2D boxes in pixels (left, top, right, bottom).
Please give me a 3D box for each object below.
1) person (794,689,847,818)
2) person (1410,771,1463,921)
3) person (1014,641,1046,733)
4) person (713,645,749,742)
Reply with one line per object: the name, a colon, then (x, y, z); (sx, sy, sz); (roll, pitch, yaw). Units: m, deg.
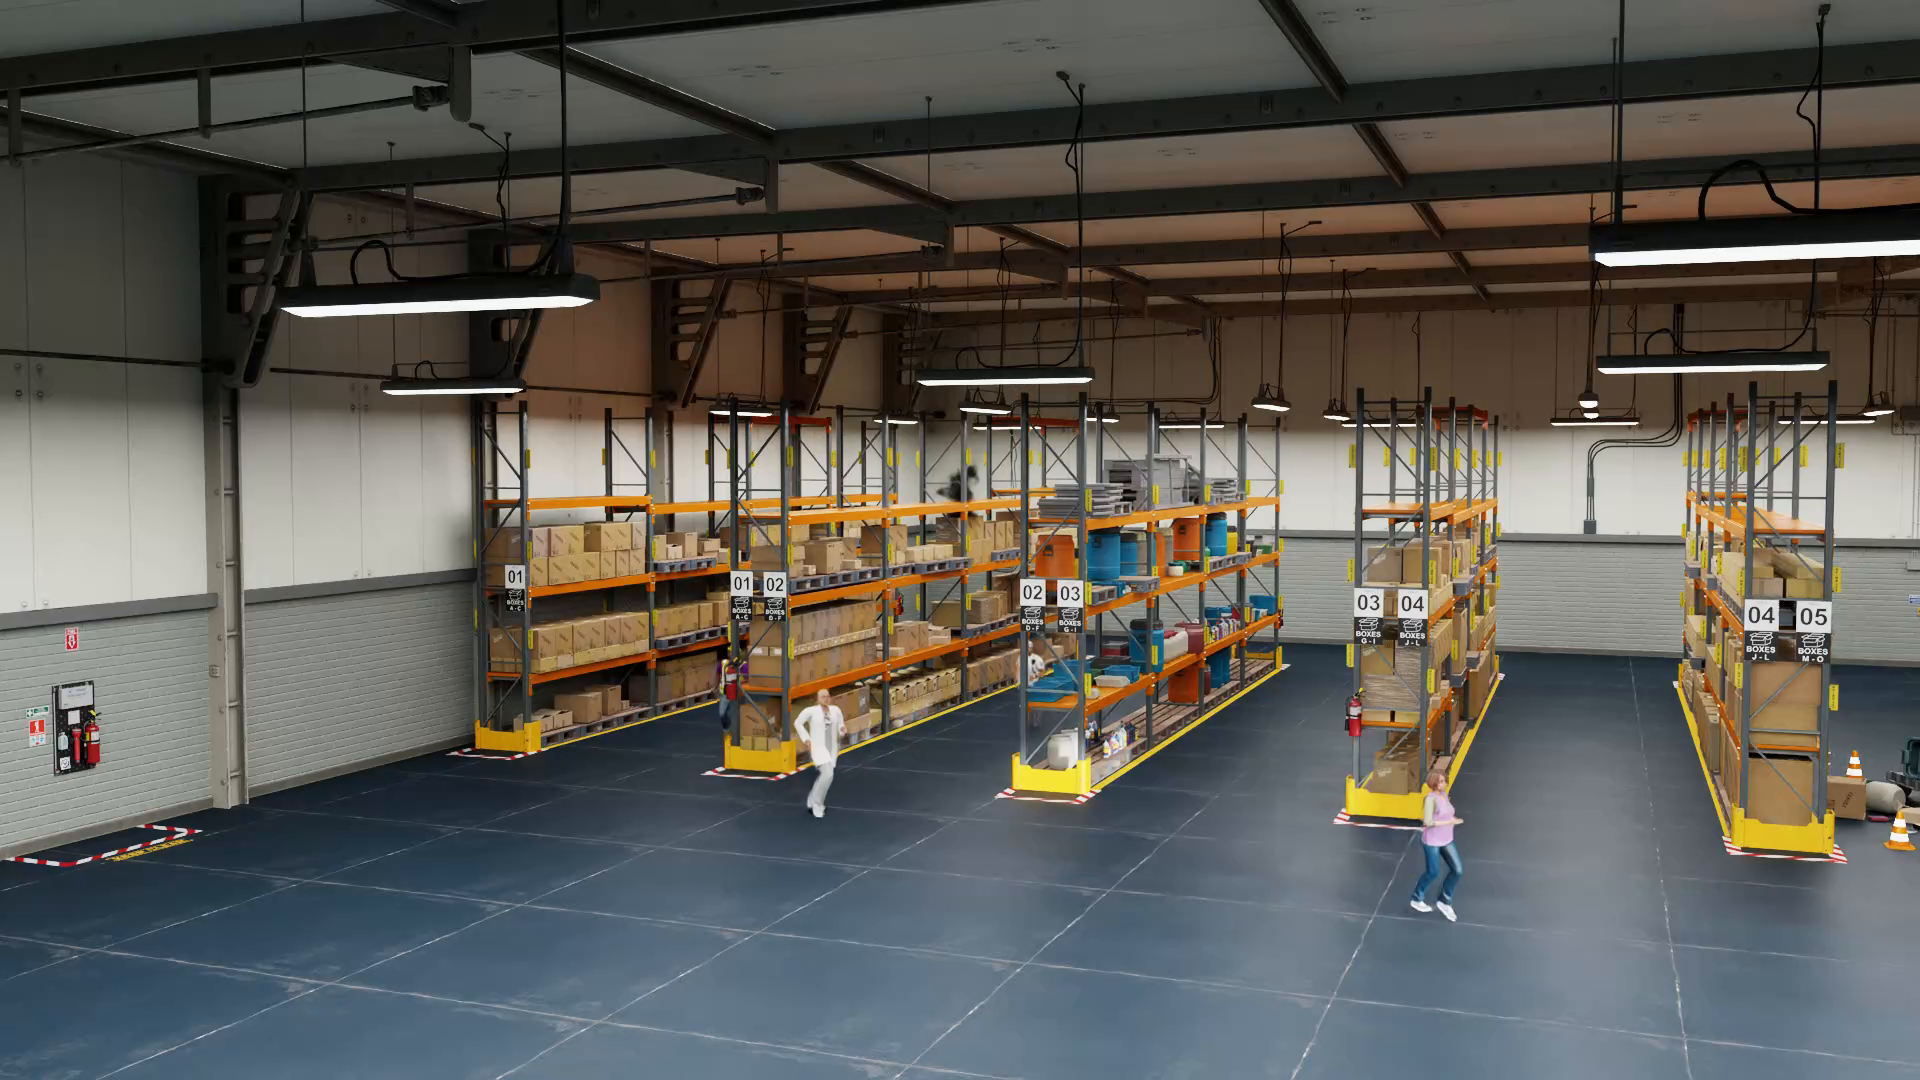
person: (-1.896, 2.996, 23.355); (0.670, 1.818, 0.783); (-2, 4, -38)
person: (5.206, 3.320, 18.083); (0.514, 1.624, 0.660); (-2, 4, -39)
person: (1.271, 2.682, 30.624); (0.627, 1.658, 0.808); (1, 3, 17)
person: (-4.016, 2.701, 29.157); (0.679, 1.743, 0.678); (0, 3, 6)
